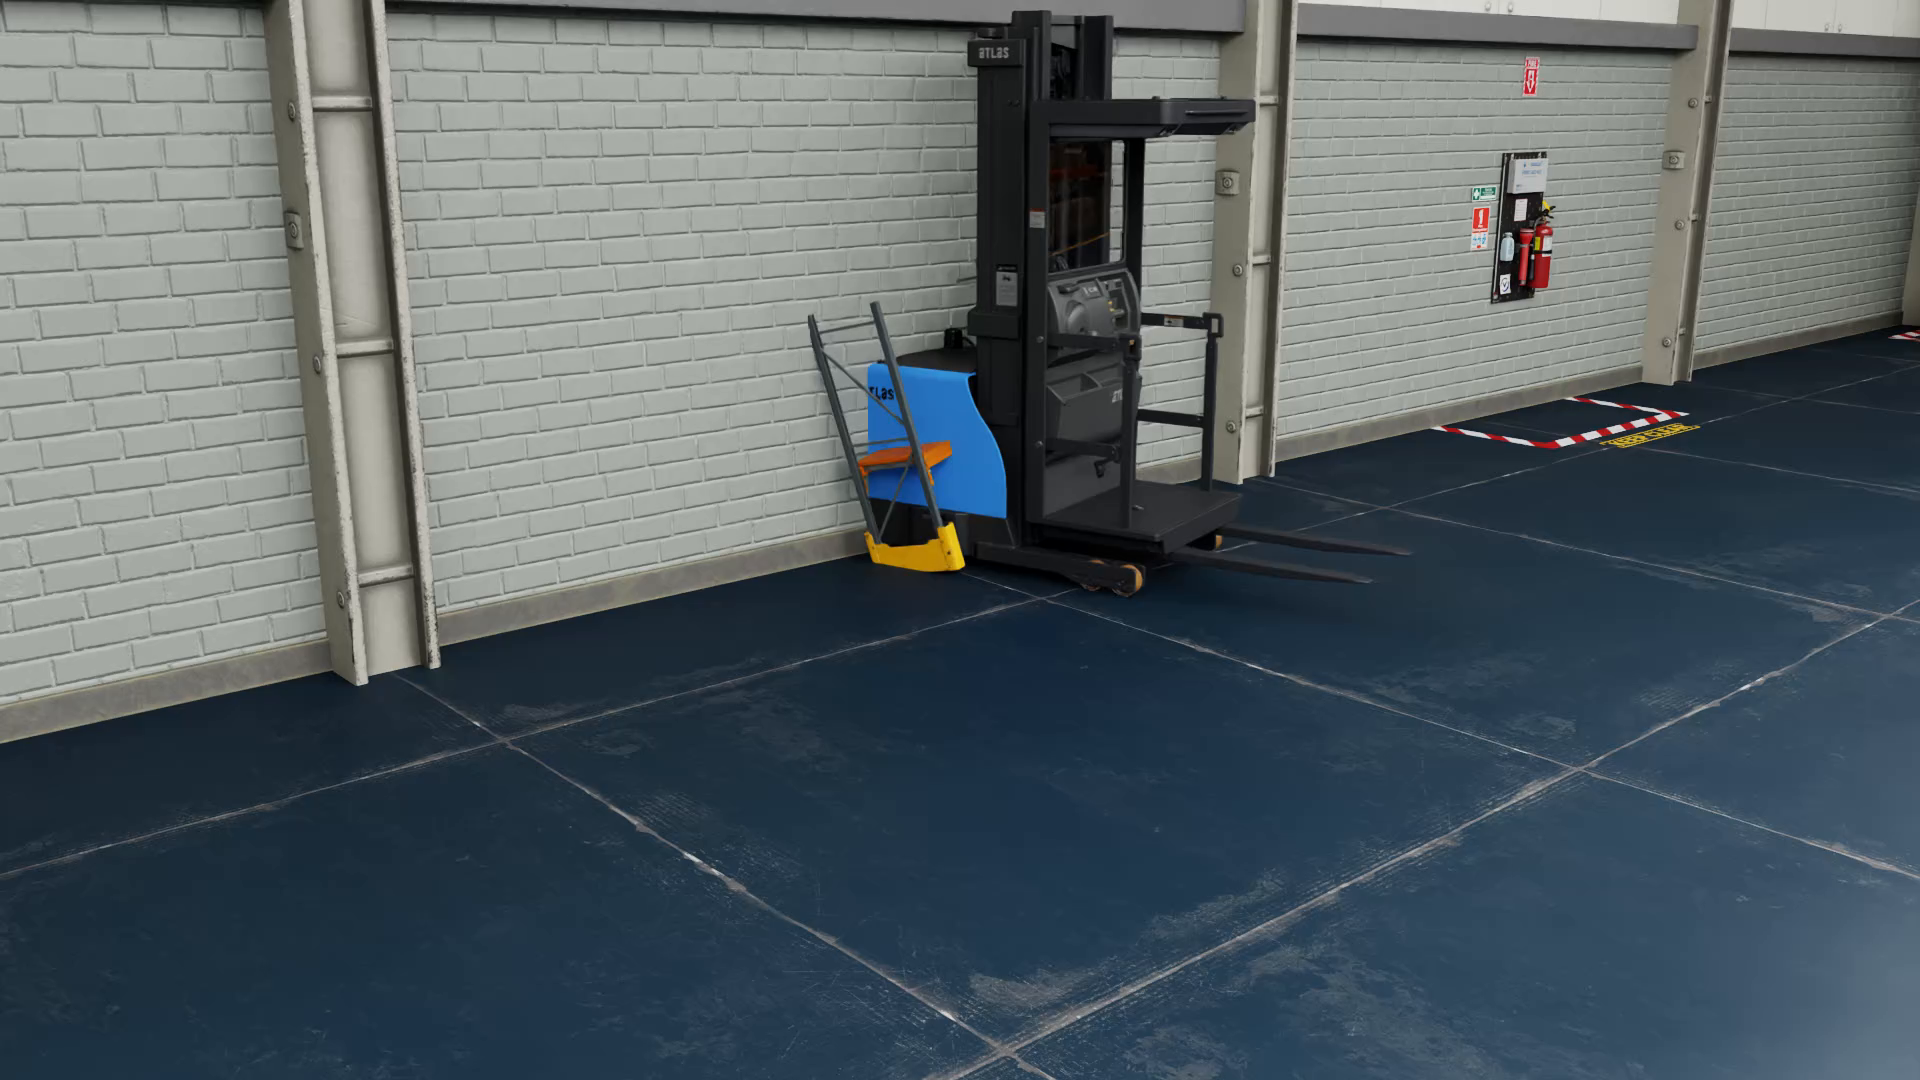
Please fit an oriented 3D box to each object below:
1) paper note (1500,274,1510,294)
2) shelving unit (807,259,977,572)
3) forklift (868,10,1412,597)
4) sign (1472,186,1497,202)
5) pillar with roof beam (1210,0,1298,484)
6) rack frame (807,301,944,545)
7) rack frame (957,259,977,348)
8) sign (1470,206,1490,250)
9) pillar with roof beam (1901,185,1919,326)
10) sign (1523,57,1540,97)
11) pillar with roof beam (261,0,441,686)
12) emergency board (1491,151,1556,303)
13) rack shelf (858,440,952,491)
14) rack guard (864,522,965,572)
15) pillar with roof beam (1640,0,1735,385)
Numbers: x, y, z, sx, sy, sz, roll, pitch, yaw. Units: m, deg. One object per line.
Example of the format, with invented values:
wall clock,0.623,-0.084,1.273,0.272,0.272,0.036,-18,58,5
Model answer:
paper note,4.368,-2.048,13.313,0.142,0.148,0.016,-13,19,-39
shelving unit,-0.149,-0.708,9.372,0.587,1.500,1.083,-5,18,37
forklift,0.901,-1.278,8.854,3.031,2.935,1.130,9,18,32
sign,4.071,-2.689,12.909,0.331,0.109,0.001,-13,19,-39
pillar with roof beam,4.736,-3.945,7.083,0.400,9.000,9.100,-13,19,-39
rack frame,-0.430,-0.524,8.978,0.500,1.500,0.032,-5,18,37
rack frame,0.122,-0.885,9.752,0.500,1.500,0.032,-5,18,37
sign,4.062,-2.434,12.981,0.234,0.329,0.001,-13,19,-39
pillar with roof beam,13.788,-5.978,14.694,0.400,9.000,9.100,-13,19,-39
sign,4.475,-3.628,13.029,0.199,0.298,0.001,-13,19,-39
pillar with roof beam,0.209,-2.929,3.278,0.400,9.000,9.100,-13,19,-39
emergency board,4.547,-2.490,13.261,0.643,1.169,0.194,-13,19,-39
rack shelf,-0.106,-0.537,9.409,0.538,0.185,1.000,-5,18,37
rack guard,-0.253,0.052,9.146,0.587,0.250,0.087,-5,18,37
pillar with roof beam,9.262,-4.962,10.889,0.400,9.000,9.100,-13,19,-39
